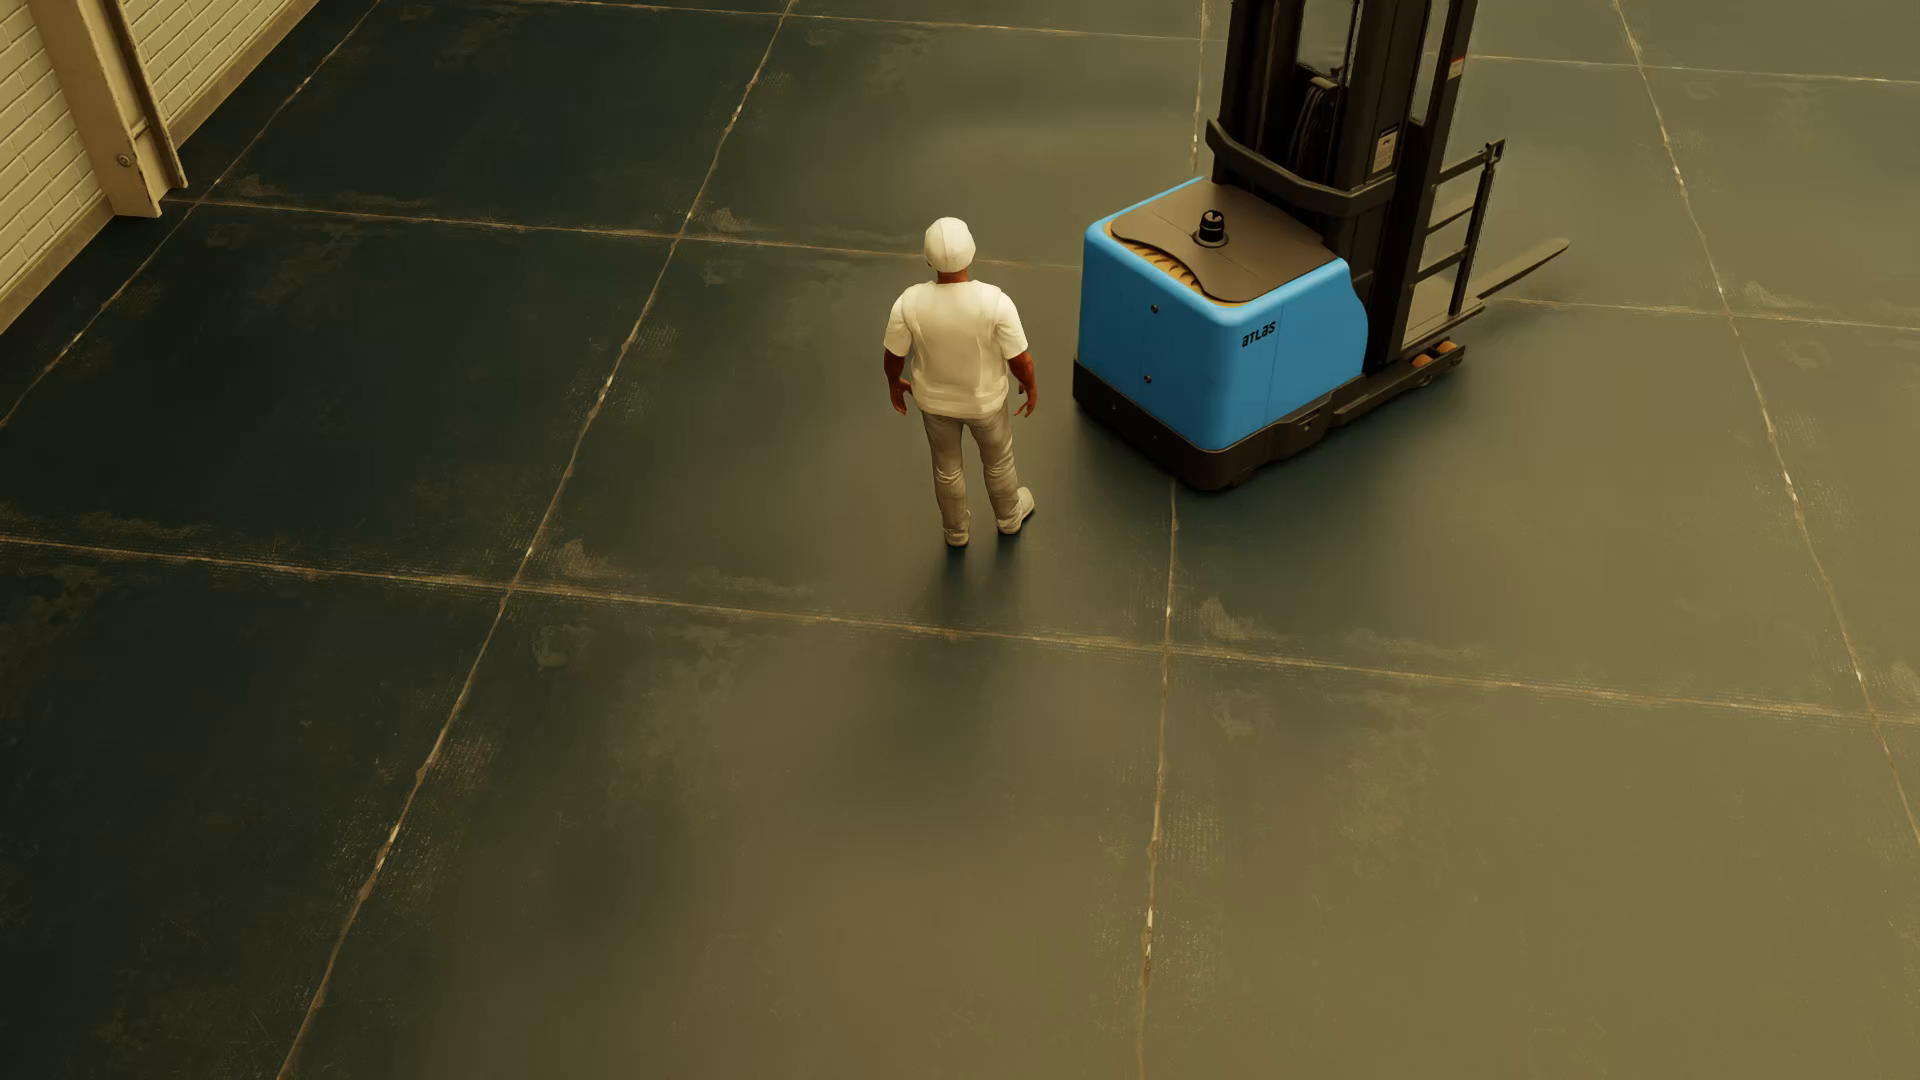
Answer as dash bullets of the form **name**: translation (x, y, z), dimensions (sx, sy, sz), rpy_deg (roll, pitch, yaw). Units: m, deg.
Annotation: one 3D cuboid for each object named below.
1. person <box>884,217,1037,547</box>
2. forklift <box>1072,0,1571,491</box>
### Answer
- **person**: translation (0.015, -0.702, 7.338), dimensions (0.666, 1.765, 0.577), rpy_deg (5, 43, 6)
- **forklift**: translation (2.055, -2.145, 8.059), dimensions (3.031, 2.935, 1.130), rpy_deg (-28, 49, -27)
